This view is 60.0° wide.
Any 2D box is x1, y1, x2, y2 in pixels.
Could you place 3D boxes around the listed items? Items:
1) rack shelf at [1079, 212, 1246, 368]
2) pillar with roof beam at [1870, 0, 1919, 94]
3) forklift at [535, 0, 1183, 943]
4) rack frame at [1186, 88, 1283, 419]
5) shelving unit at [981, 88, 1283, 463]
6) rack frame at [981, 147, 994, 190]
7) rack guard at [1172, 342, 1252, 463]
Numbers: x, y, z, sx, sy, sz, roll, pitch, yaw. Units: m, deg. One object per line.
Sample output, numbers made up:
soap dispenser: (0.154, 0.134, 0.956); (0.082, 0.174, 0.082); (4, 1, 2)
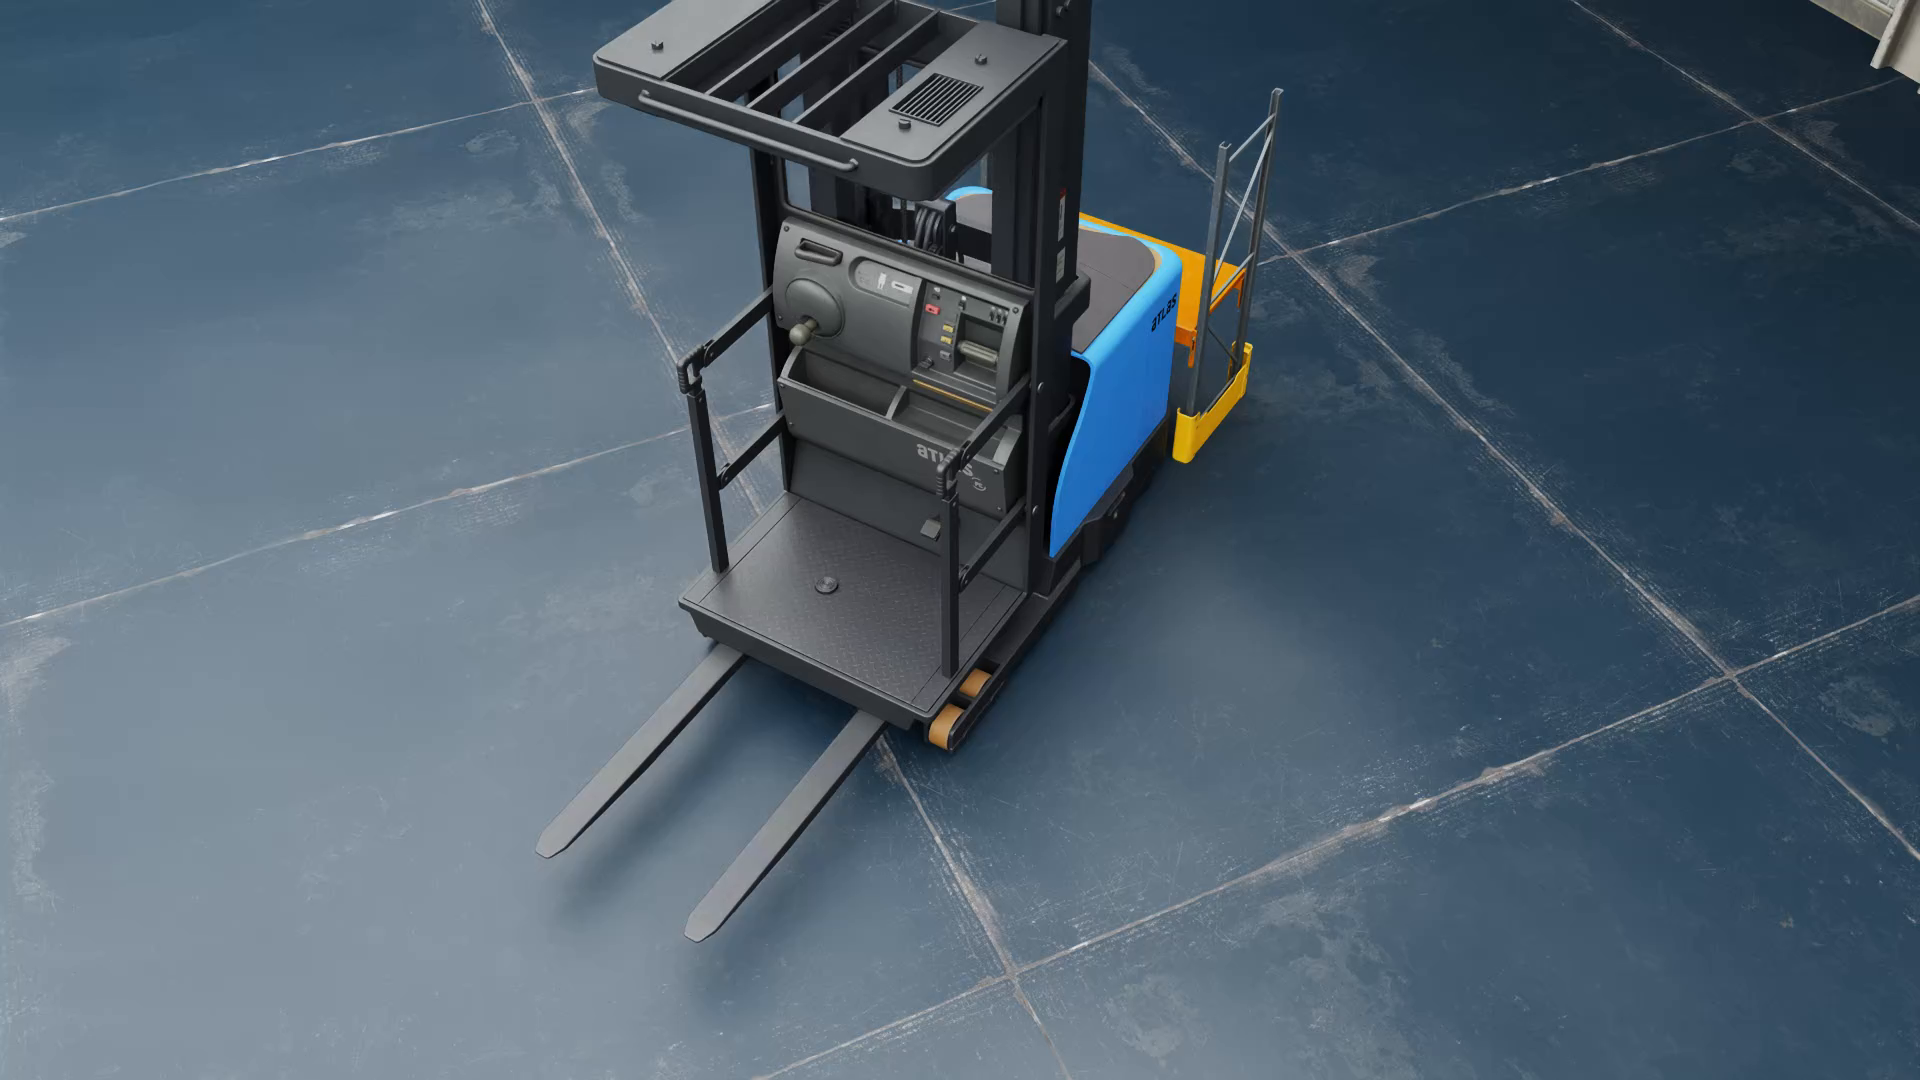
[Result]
rack shelf: (0.662, -1.108, 7.061); (1.000, 0.185, 0.538); (24, 49, 22)
pillar with roof beam: (1.516, -4.570, 4.975); (9.100, 9.000, 0.400); (-18, 47, -17)
forklift: (-0.322, -0.666, 5.338); (1.130, 2.935, 3.031); (23, 49, 21)
rack frame: (1.092, -1.045, 6.741); (0.032, 1.500, 0.500); (24, 49, 22)
shelving unit: (0.670, -1.233, 6.932); (1.083, 1.500, 0.587); (24, 49, 22)
rack frame: (0.233, -1.428, 7.129); (0.032, 1.500, 0.500); (24, 49, 22)
rack guard: (1.091, -0.601, 7.181); (0.087, 0.250, 0.587); (24, 49, 22)
